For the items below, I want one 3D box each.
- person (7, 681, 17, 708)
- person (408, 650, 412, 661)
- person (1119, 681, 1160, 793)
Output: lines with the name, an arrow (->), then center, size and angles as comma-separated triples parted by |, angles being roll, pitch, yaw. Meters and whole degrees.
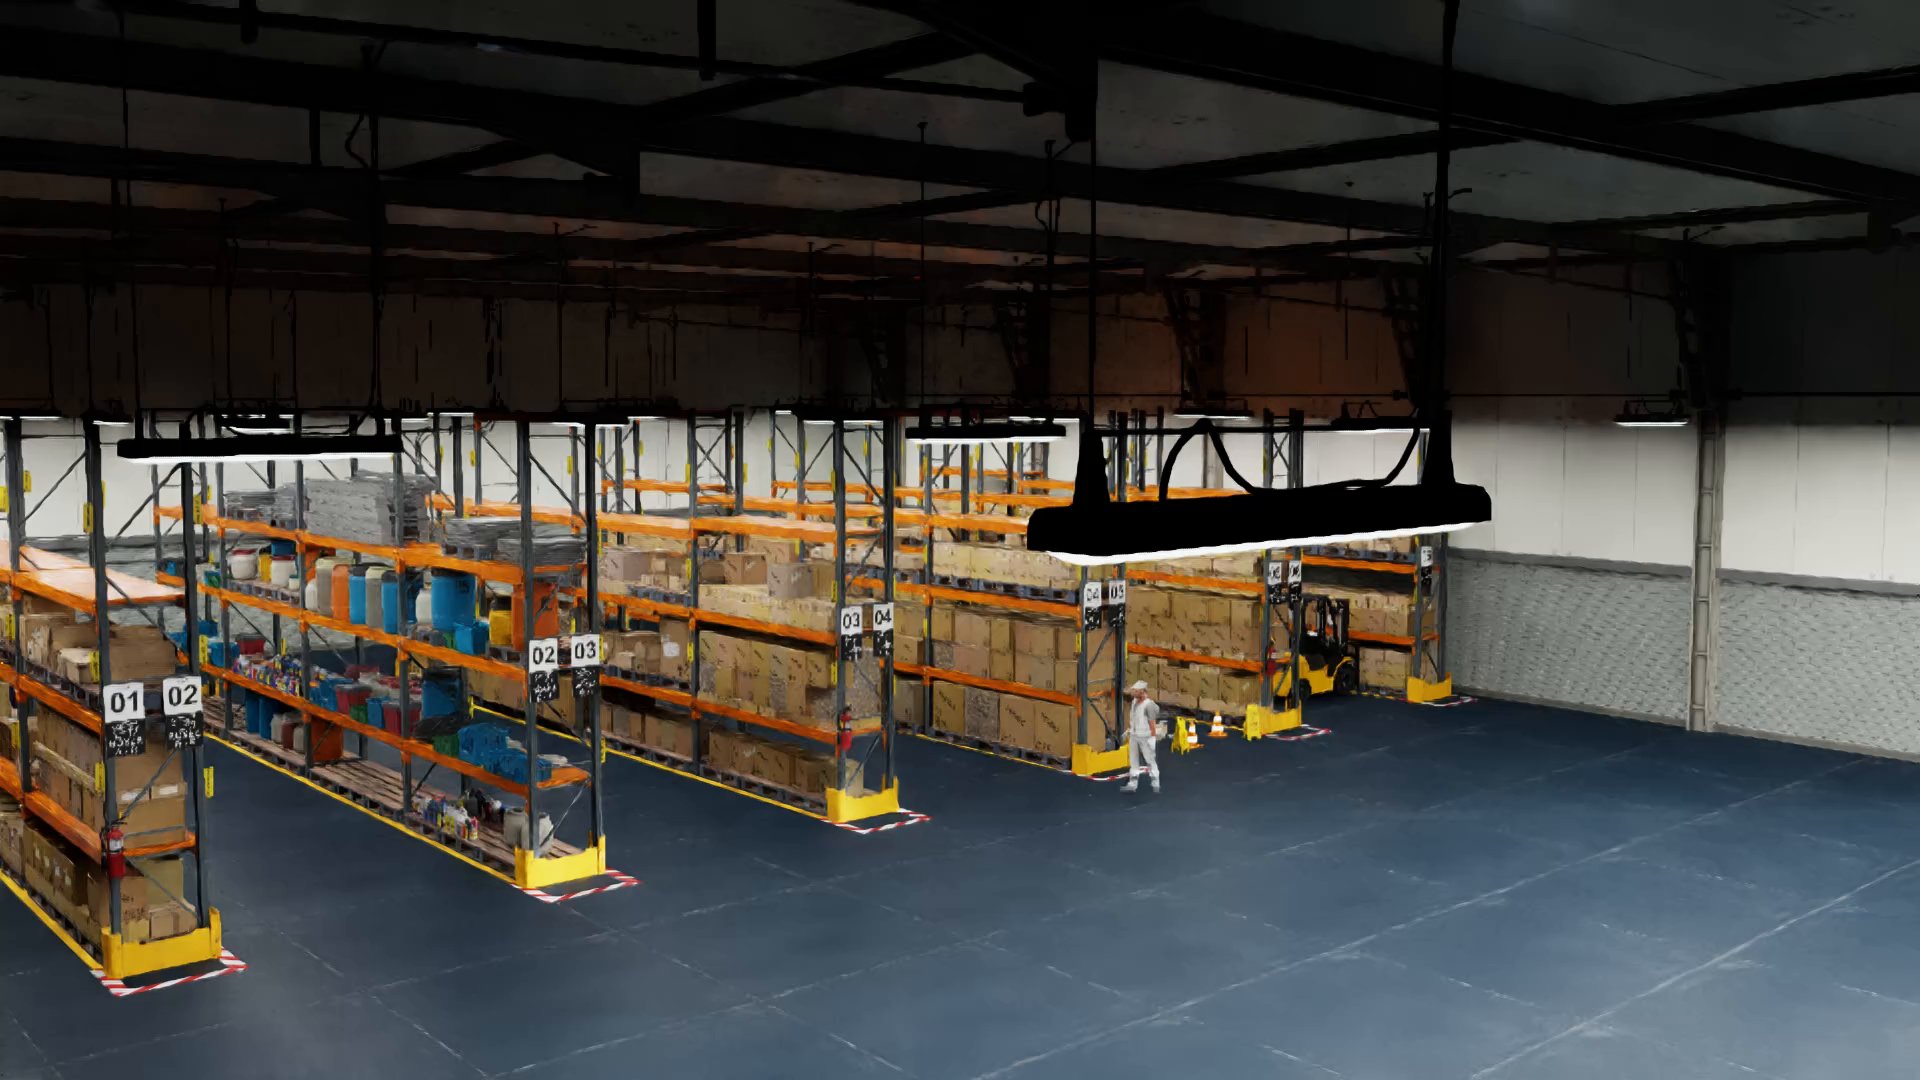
person -> -17.275, 2.845, 30.370 | 0.497, 1.643, 0.682 | -5, 7, -44
person -> -12.897, 1.994, 39.399 | 0.784, 1.773, 0.567 | 2, 5, 18
person -> 2.844, 3.118, 26.414 | 0.573, 1.790, 0.722 | -3, 6, -35
